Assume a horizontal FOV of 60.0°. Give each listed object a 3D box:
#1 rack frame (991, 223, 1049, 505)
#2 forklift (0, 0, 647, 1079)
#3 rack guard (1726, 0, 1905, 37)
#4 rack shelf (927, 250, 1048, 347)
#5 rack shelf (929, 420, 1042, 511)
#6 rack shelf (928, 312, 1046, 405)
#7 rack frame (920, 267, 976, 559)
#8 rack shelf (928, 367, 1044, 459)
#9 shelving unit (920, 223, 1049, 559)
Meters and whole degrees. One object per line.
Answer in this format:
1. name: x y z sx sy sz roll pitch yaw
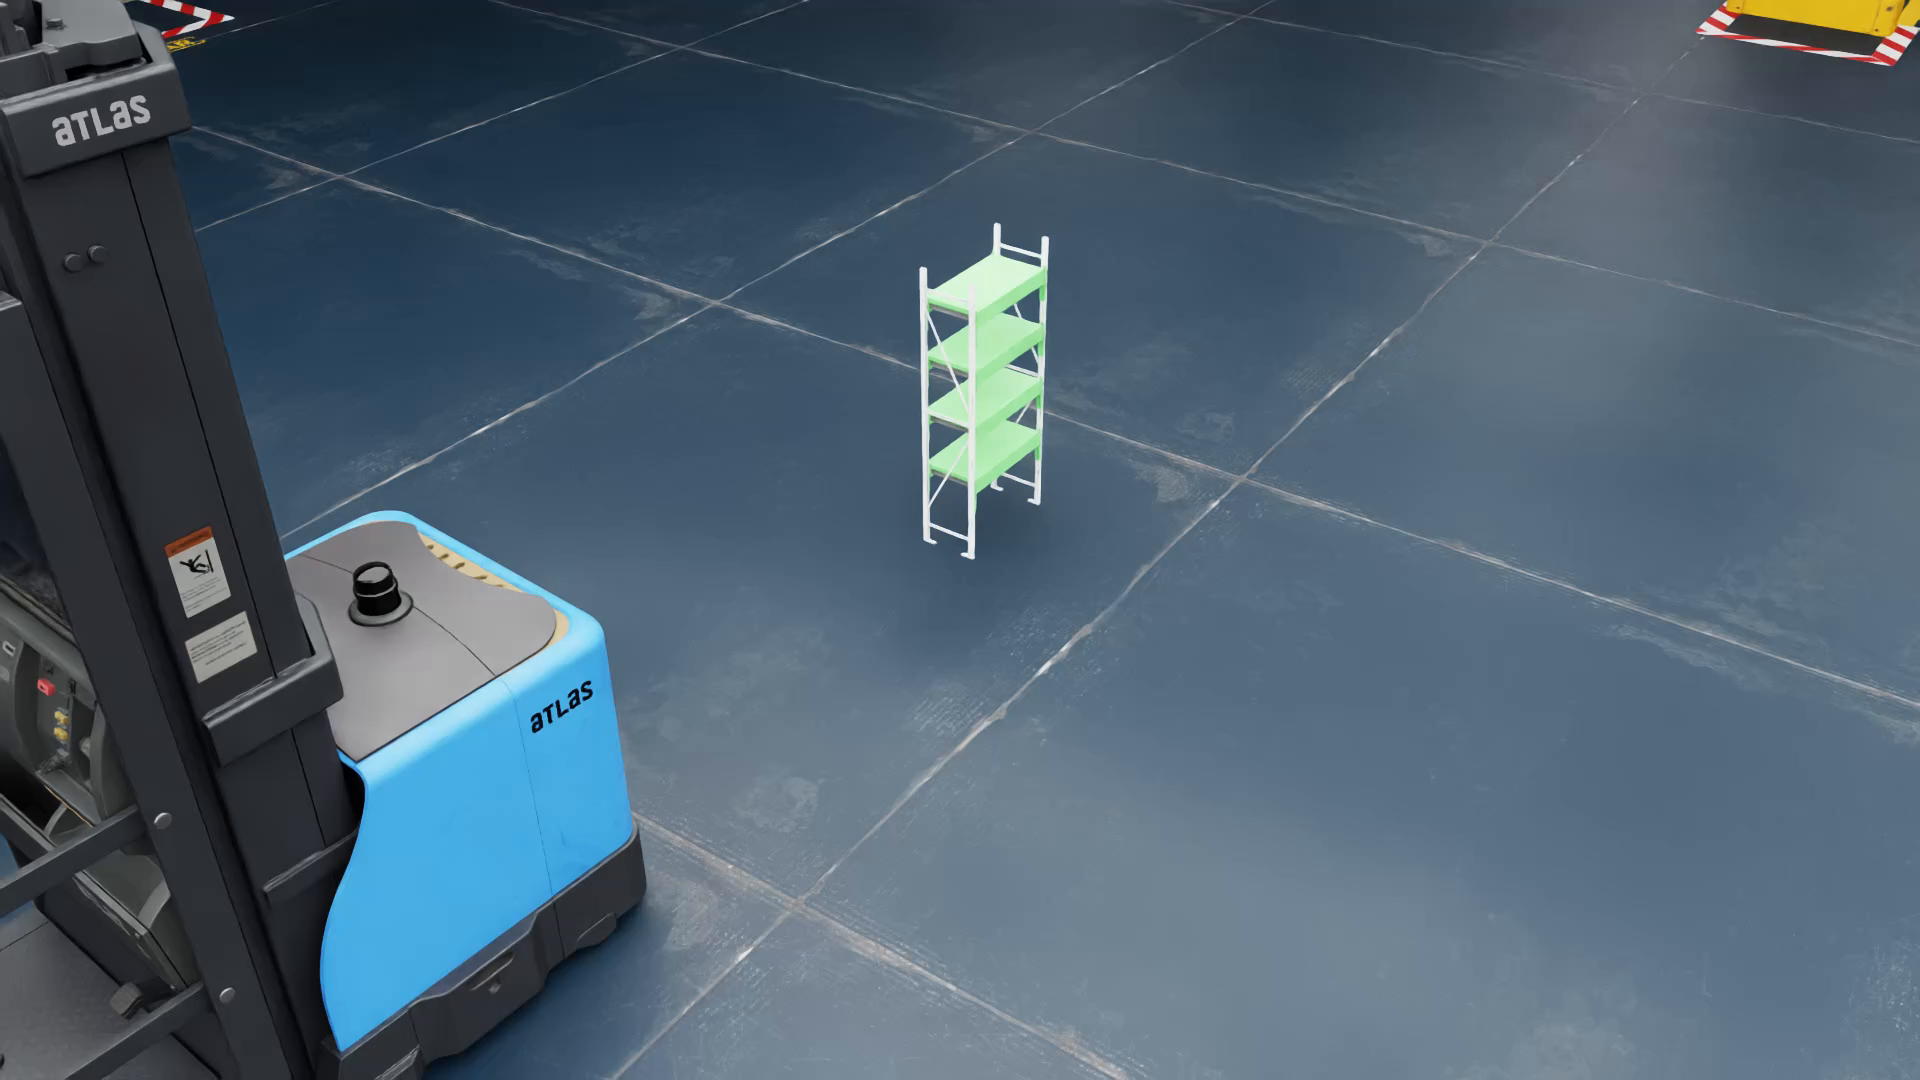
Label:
1. rack frame: 0.234 -0.685 6.693 0.240 1.200 0.015 21 39 28
2. forklift: -2.265 0.375 3.579 1.130 2.935 3.031 24 41 31
3. rack guard: 6.433 -4.156 12.449 1.175 0.500 0.348 21 39 28
4. rack shelf: 0.094 -0.918 6.293 0.258 0.148 0.480 21 39 28
5. rack shelf: 0.094 -0.321 6.697 0.258 0.148 0.480 21 39 28
6. rack shelf: 0.094 -0.719 6.428 0.258 0.148 0.480 21 39 28
7. rack frame: -0.045 -0.461 6.360 0.240 1.200 0.015 21 39 28
8. rack shelf: 0.094 -0.520 6.562 0.258 0.148 0.480 21 39 28
9. shelving unit: 0.094 -0.573 6.527 0.258 1.200 0.503 21 39 28
